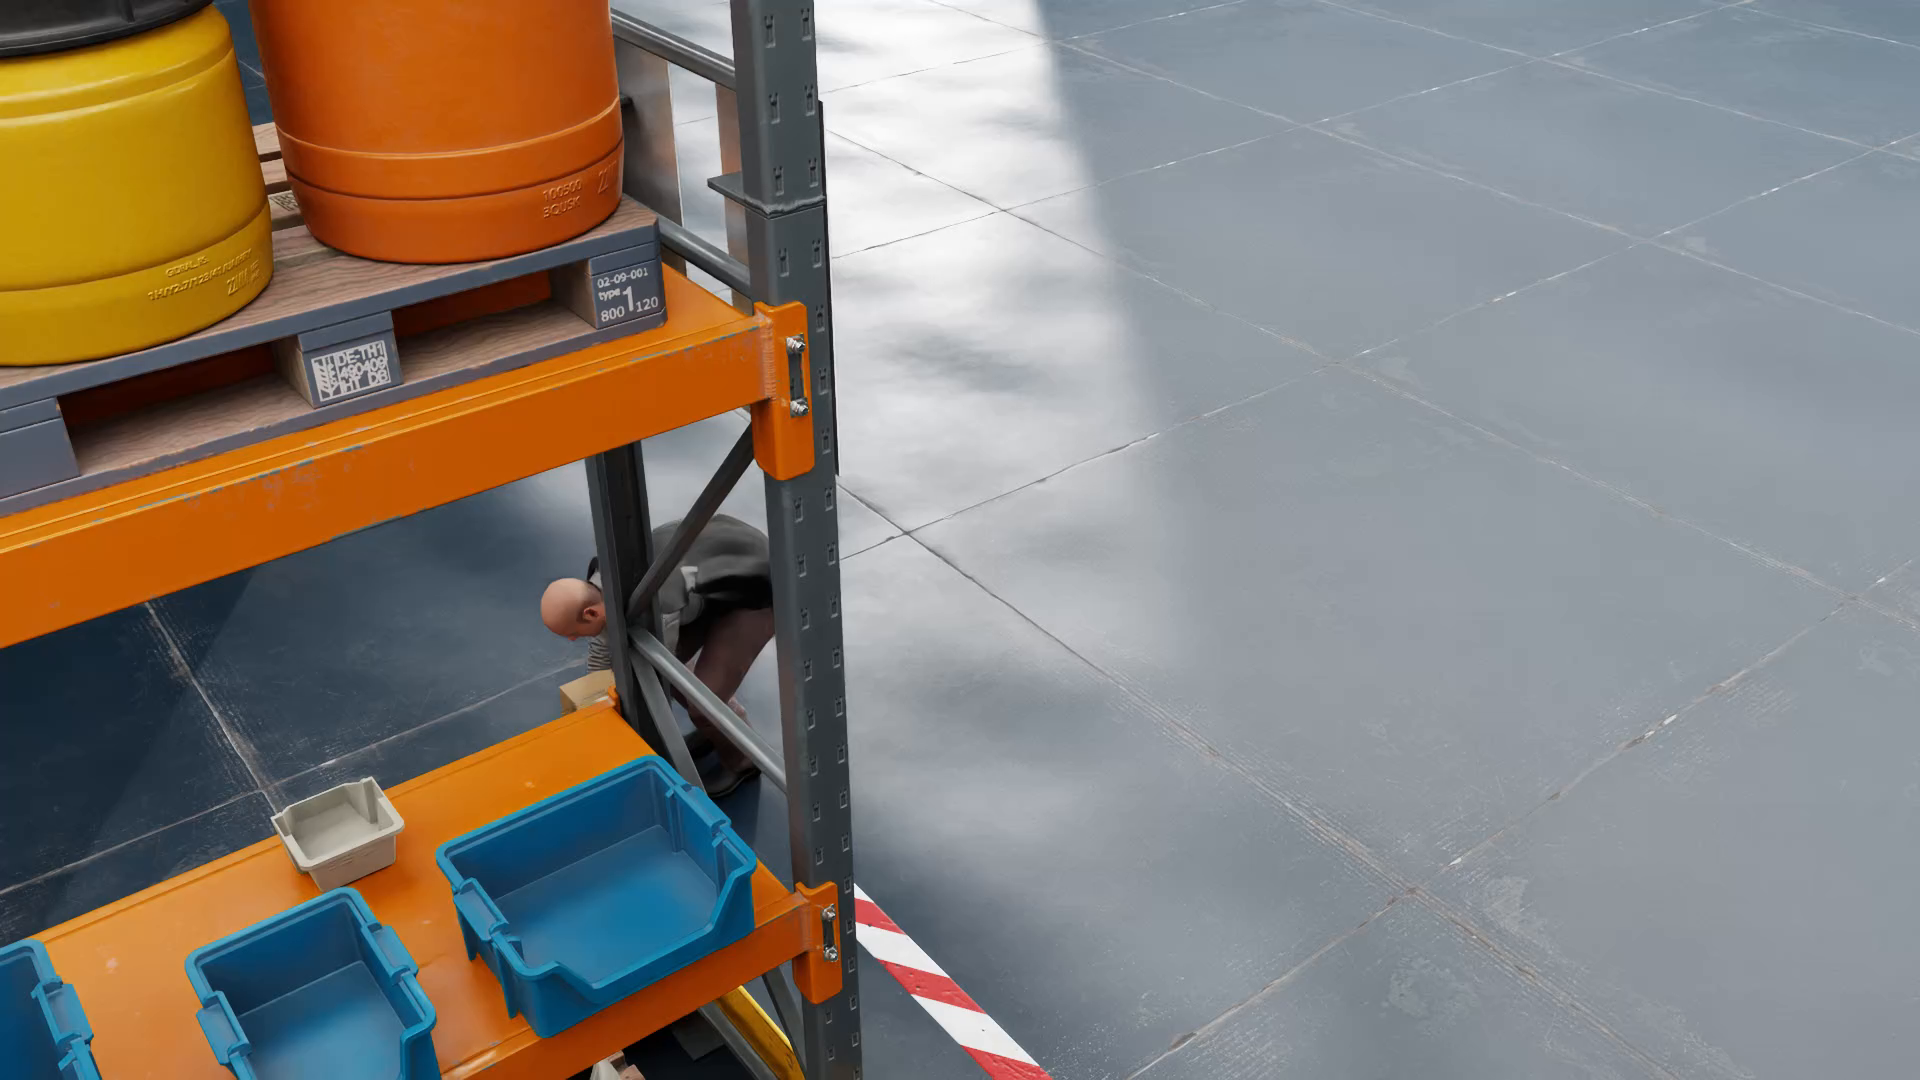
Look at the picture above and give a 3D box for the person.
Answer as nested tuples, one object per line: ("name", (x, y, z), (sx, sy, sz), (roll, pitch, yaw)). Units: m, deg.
("person", (-1.040, 0.453, 6.028), (0.947, 1.094, 0.493), (-24, 39, -33))
